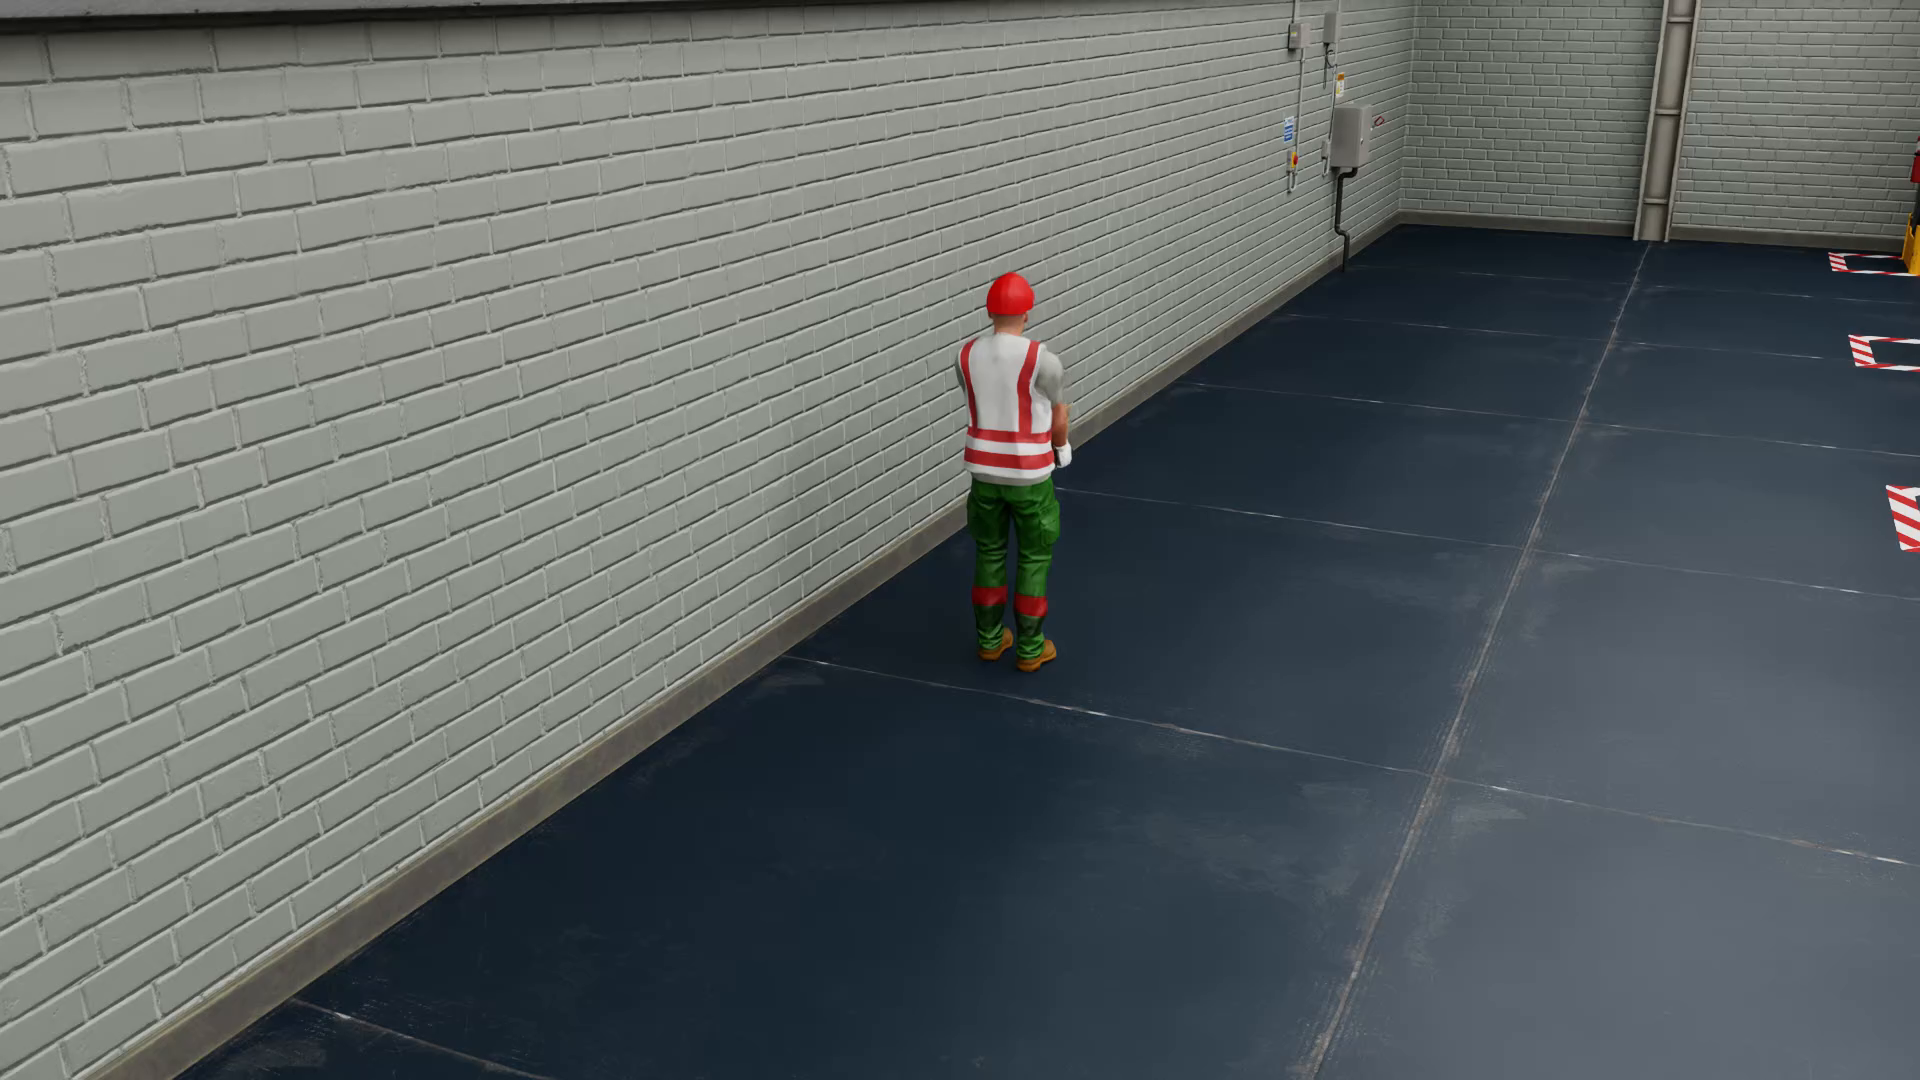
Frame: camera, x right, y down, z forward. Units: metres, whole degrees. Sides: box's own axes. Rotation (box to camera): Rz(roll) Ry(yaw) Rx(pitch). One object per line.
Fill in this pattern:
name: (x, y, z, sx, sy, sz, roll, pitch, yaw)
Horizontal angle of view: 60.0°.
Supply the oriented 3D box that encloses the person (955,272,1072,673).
person: (0.252, -0.323, 7.473, 0.495, 1.786, 0.556, 8, 20, 22)
